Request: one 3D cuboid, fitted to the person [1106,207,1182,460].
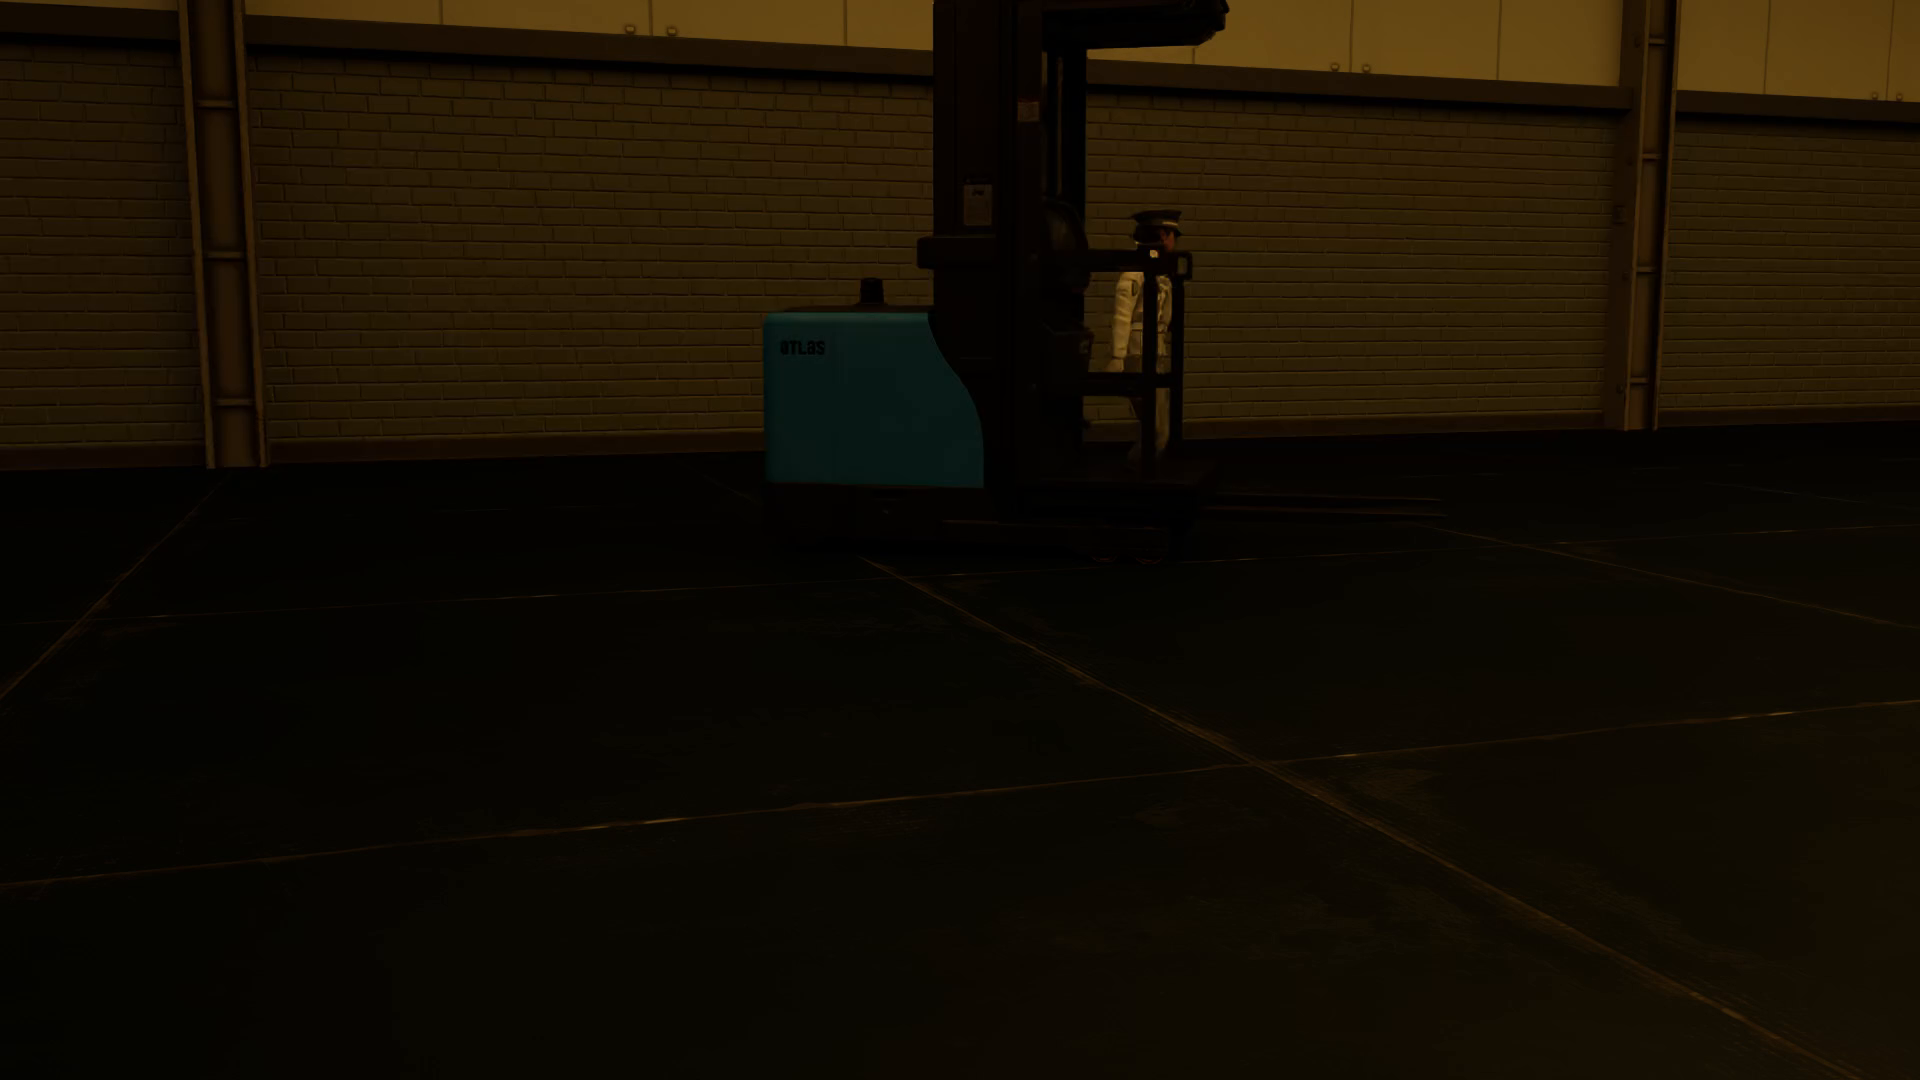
[{"bbox_3d":[0.967,-0.919,8.728,0.369,1.632,0.768,2,8,17],"label":"person"}]

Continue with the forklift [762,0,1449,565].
[{"bbox_3d":[0.669,-1.424,7.518,3.031,2.935,1.130,2,8,14],"label":"forklift"}]
